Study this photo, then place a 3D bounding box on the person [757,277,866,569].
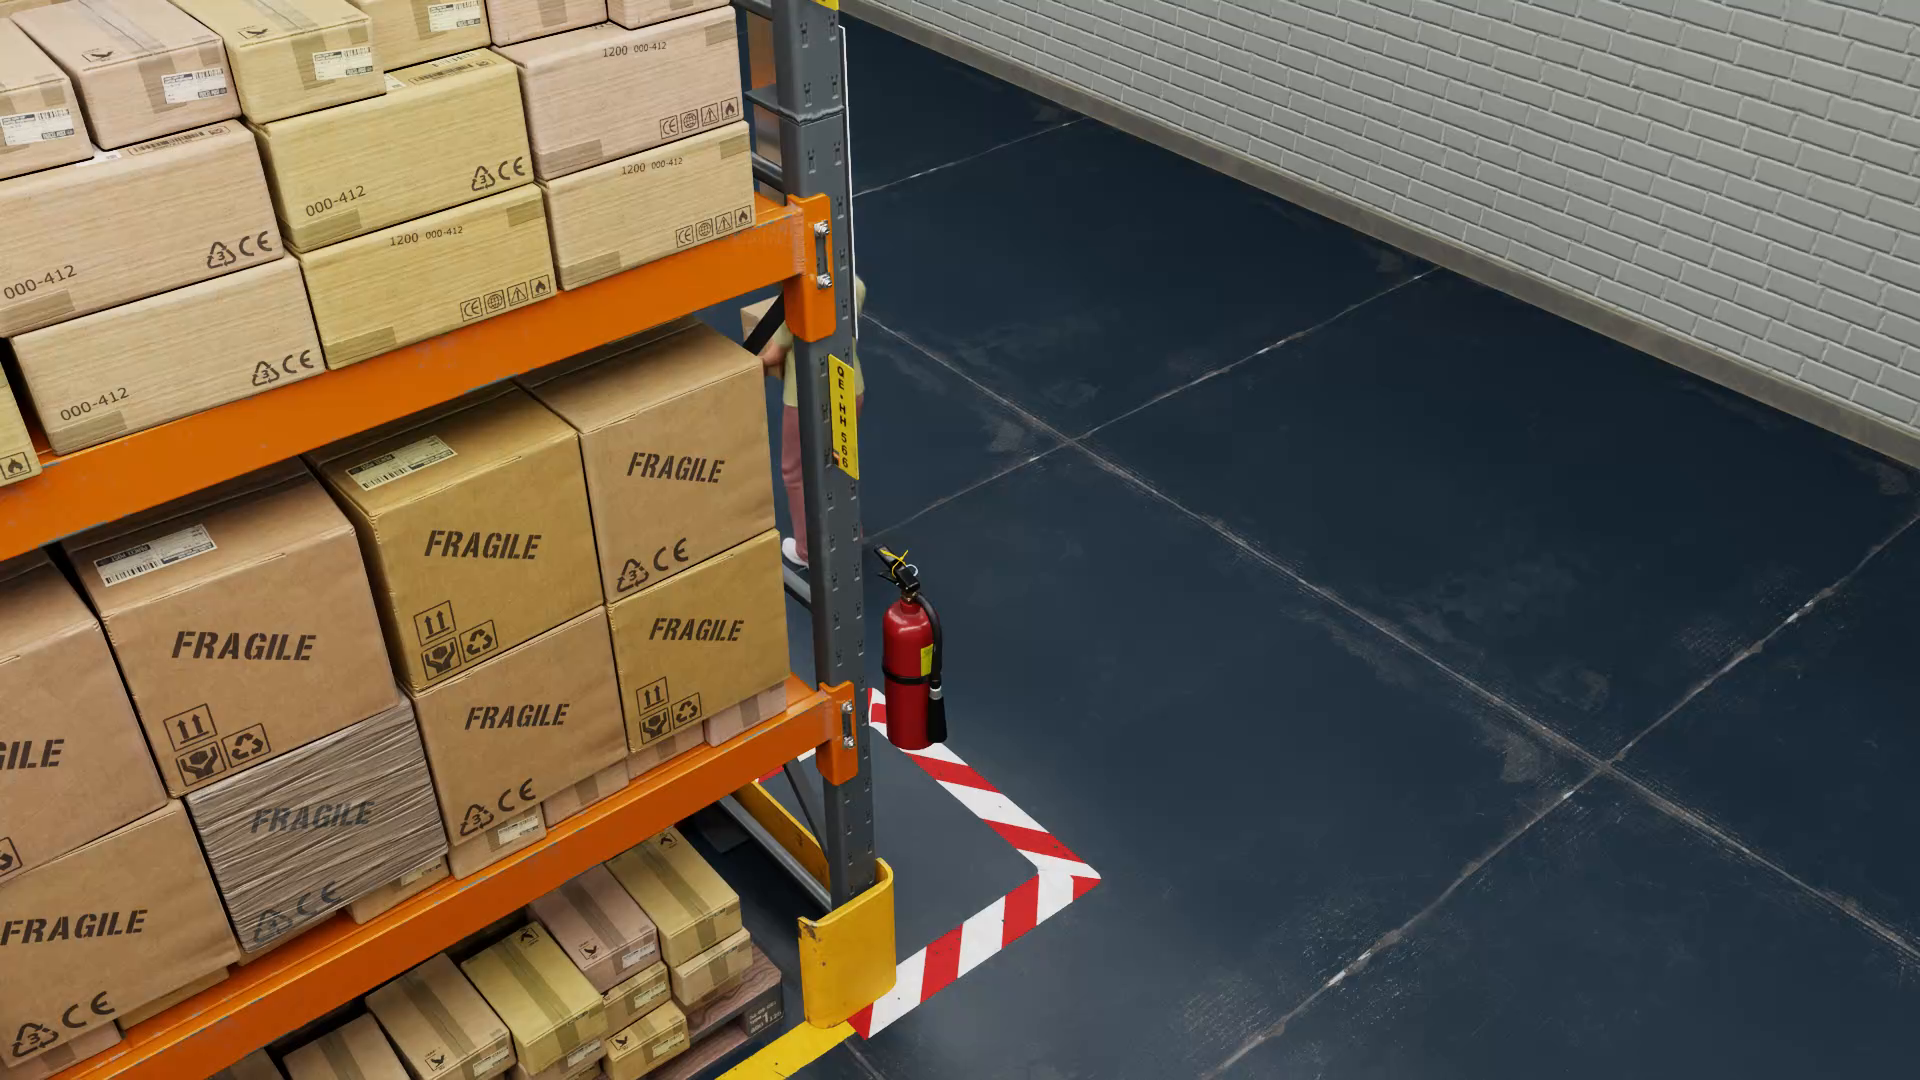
[{"bbox_3d":[-0.619,-0.618,7.007,0.428,1.662,0.552,-26,44,-31],"label":"person"}]
